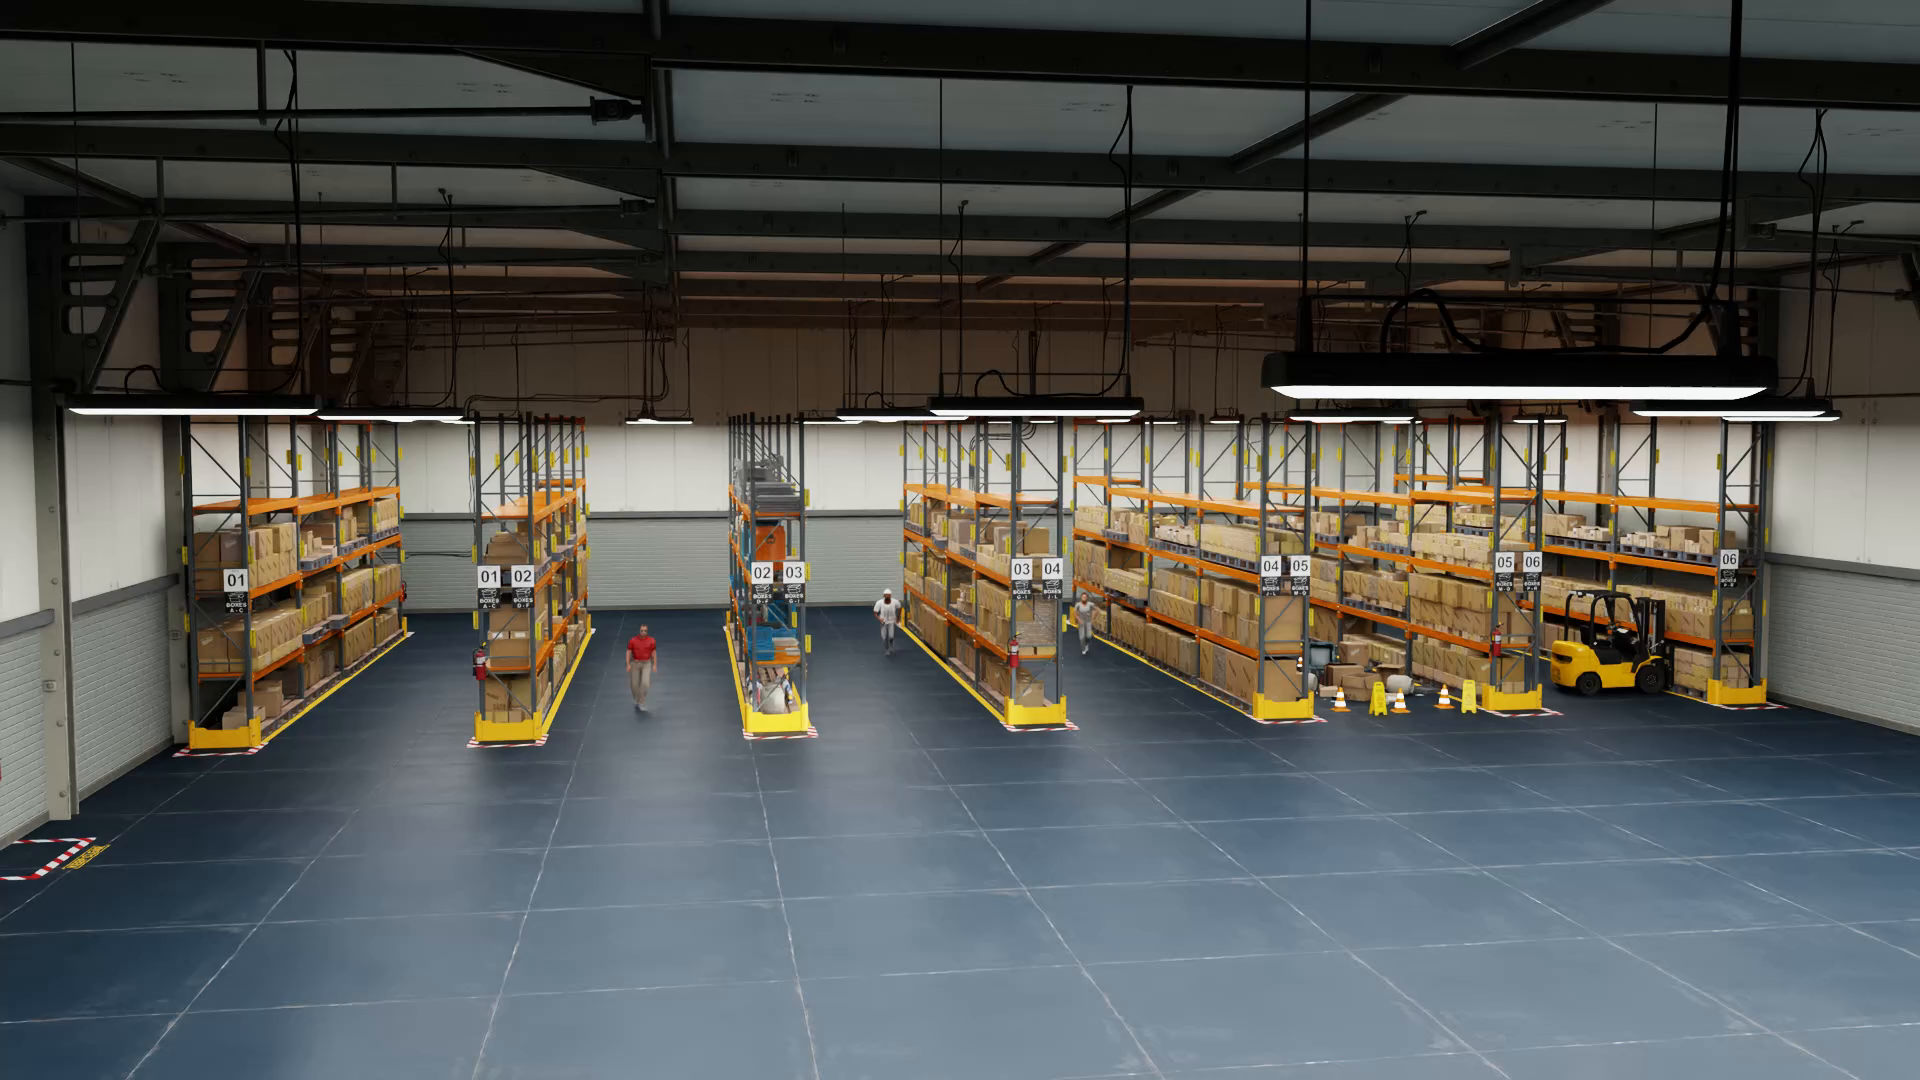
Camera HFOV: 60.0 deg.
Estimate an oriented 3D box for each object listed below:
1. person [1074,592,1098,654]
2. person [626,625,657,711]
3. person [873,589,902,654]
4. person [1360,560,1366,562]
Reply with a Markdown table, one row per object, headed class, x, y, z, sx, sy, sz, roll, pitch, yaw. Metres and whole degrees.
| class | x | y | z | sx | sy | sz | roll | pitch | yaw |
| --- | --- | --- | --- | --- | --- | --- | --- | --- | --- |
| person | 3.163 | 2.091 | 41.814 | 0.610 | 1.586 | 0.697 | 0 | 4 | 0 |
| person | -6.479 | 2.598 | 33.852 | 0.616 | 1.757 | 0.665 | -1 | 4 | -12 |
| person | -1.810 | 2.055 | 41.663 | 0.706 | 1.674 | 0.700 | 0 | 4 | 0 |
| person | 12.442 | 1.417 | 51.227 | 0.967 | 1.634 | 0.438 | -1 | 4 | -10 |
